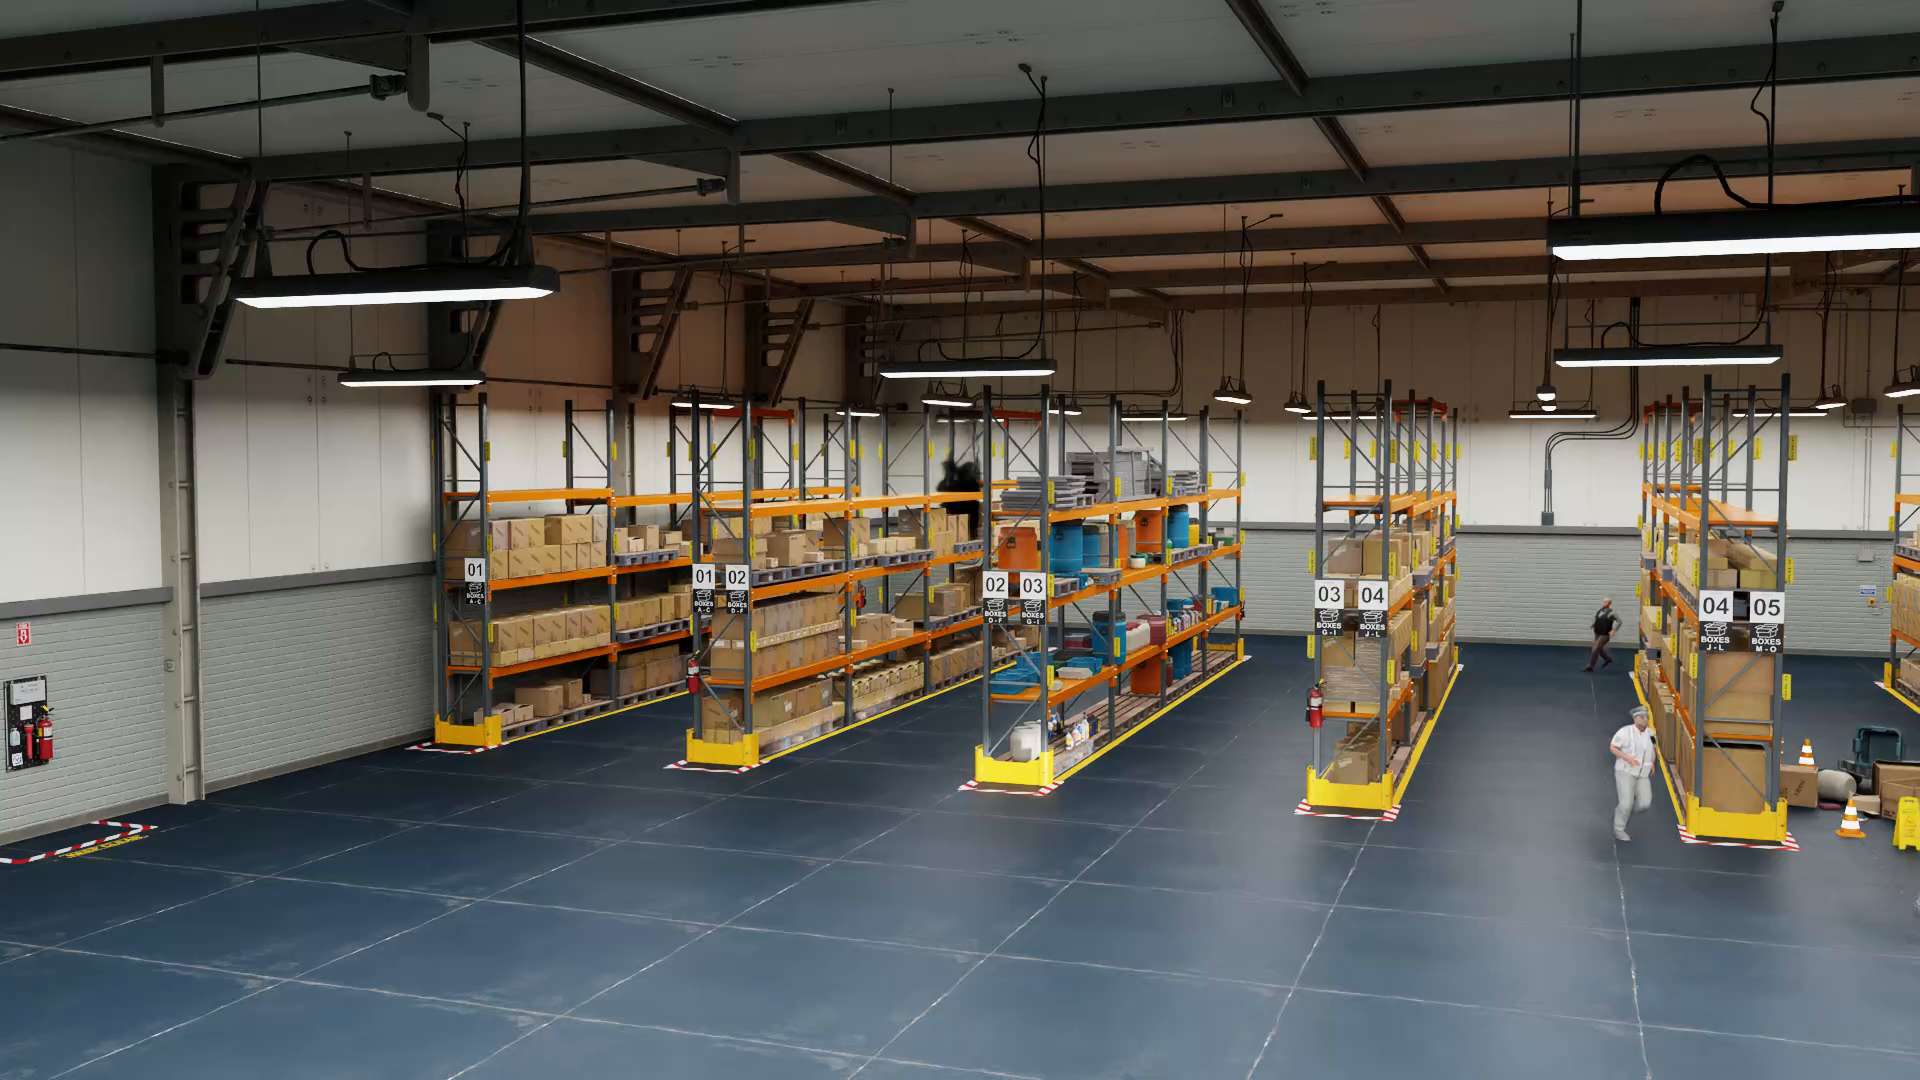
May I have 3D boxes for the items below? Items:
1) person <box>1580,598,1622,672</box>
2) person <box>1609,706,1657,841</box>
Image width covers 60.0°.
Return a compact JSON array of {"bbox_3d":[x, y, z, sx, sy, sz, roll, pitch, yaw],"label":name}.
[{"bbox_3d":[14.525,2.146,37.568,0.956,1.690,0.723,-1,3,-19],"label":"person"},{"bbox_3d":[8.751,3.004,21.503,0.683,1.736,0.639,0,3,-7],"label":"person"}]
